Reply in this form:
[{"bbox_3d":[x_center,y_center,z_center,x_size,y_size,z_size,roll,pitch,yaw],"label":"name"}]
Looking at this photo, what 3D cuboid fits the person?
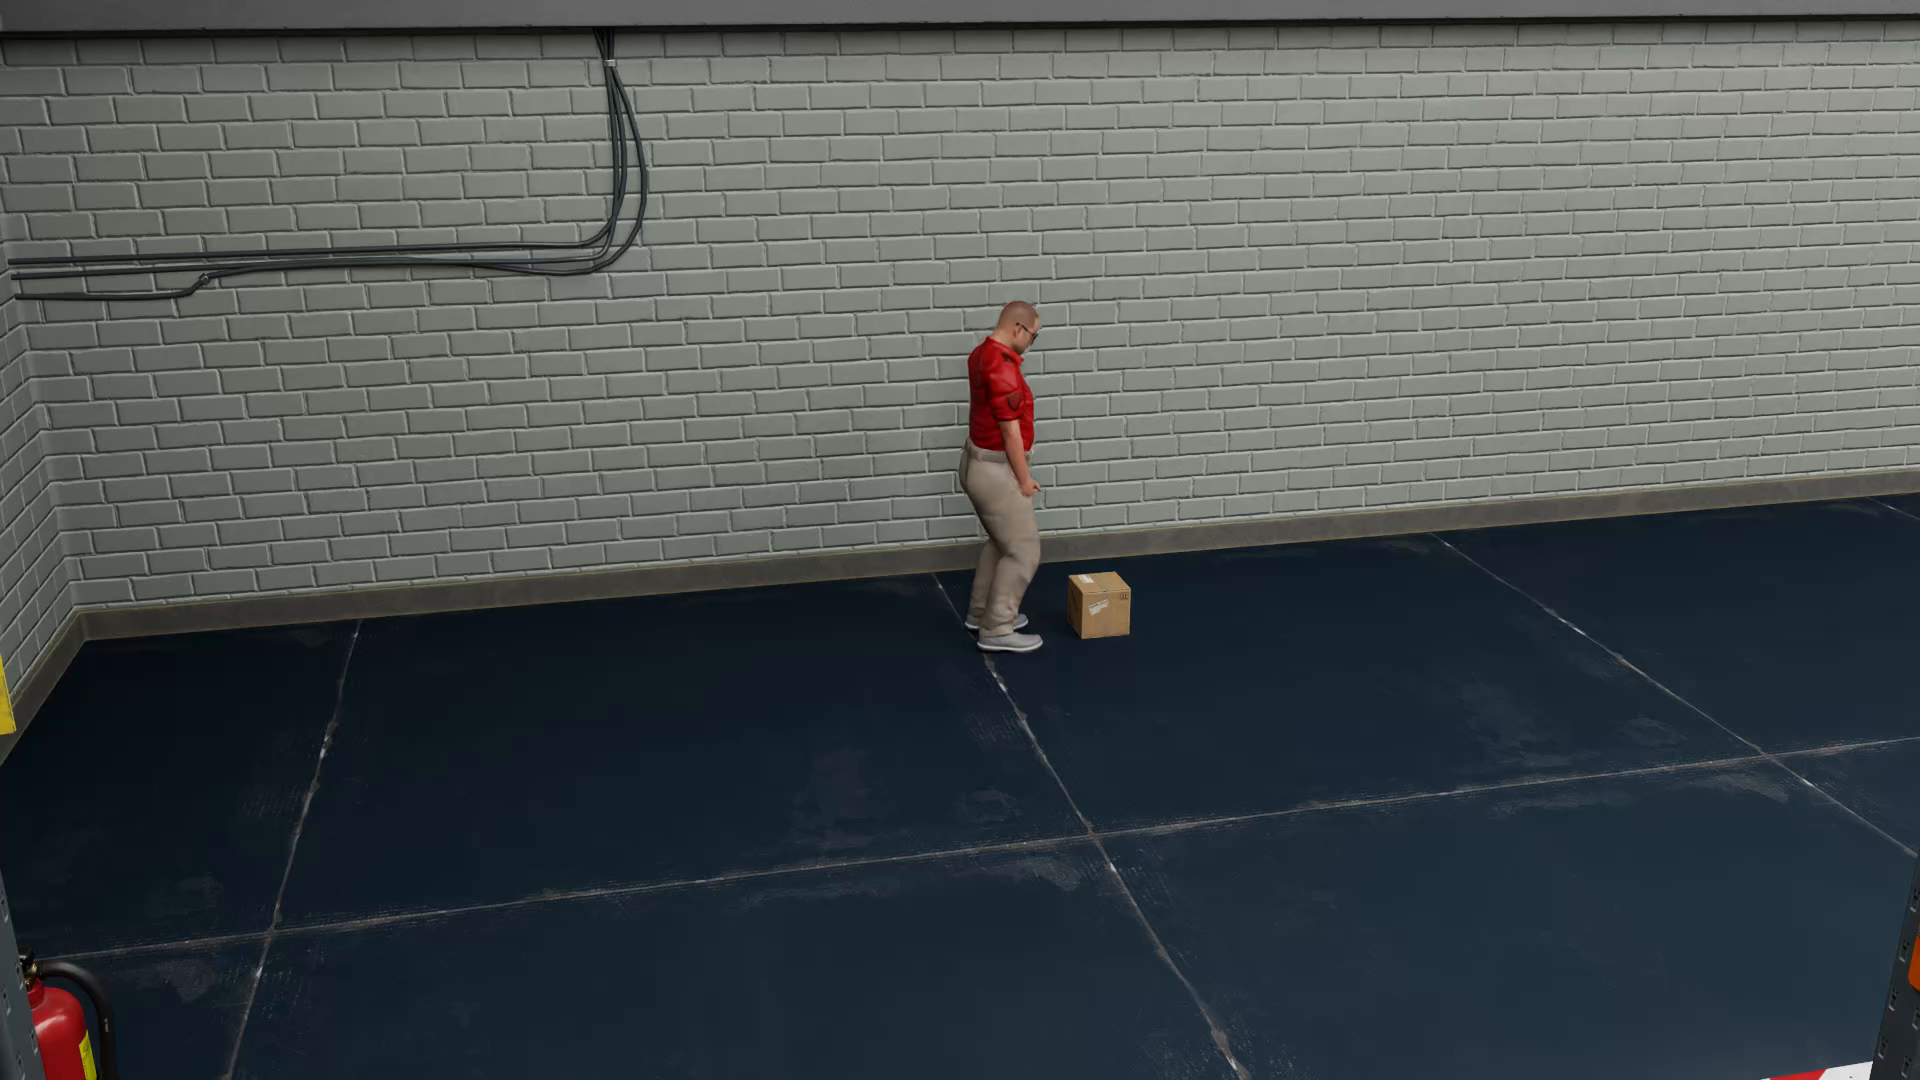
[{"bbox_3d":[0.216,-0.317,8.061,0.369,1.694,0.550,-4,20,-11],"label":"person"}]
